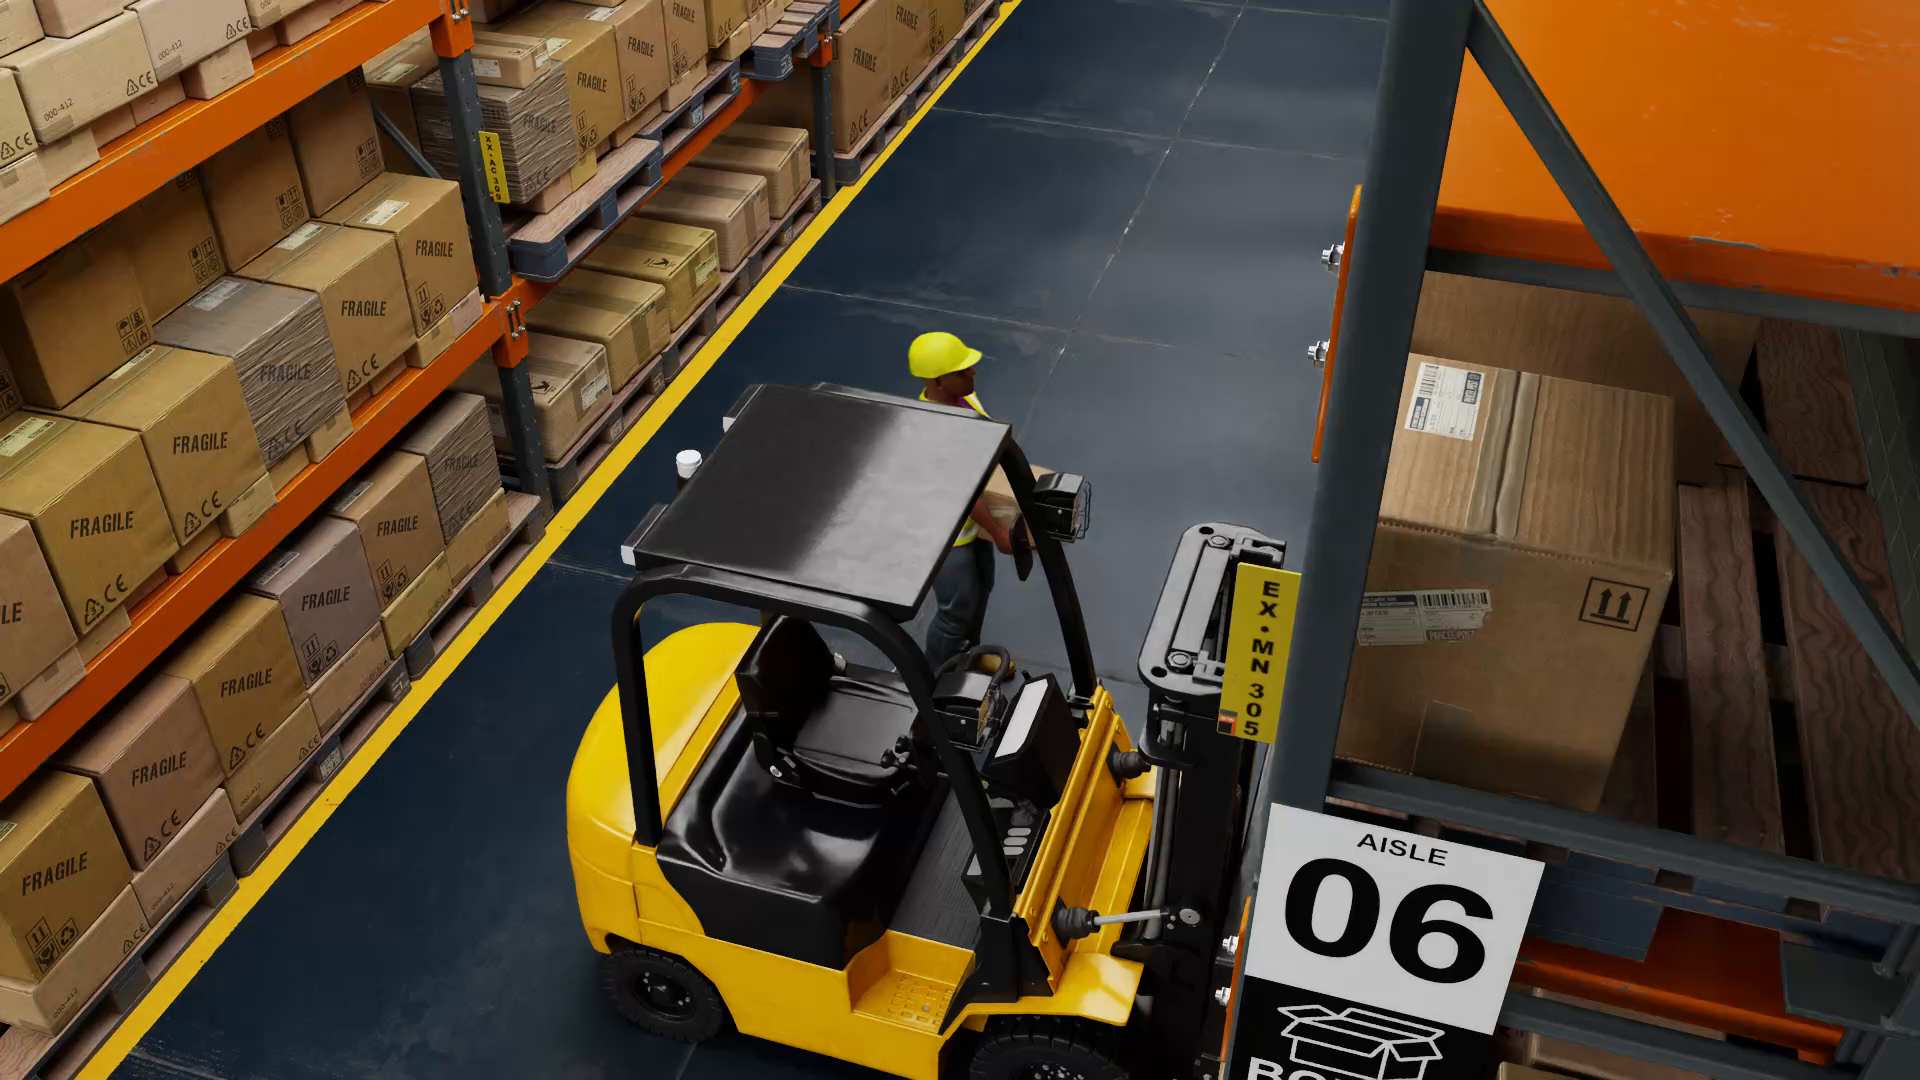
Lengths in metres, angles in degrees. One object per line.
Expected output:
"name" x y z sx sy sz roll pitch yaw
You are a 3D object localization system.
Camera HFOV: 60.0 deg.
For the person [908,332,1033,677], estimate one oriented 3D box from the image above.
"person" 0.067 -0.063 6.961 0.577 1.761 0.502 11 38 14
